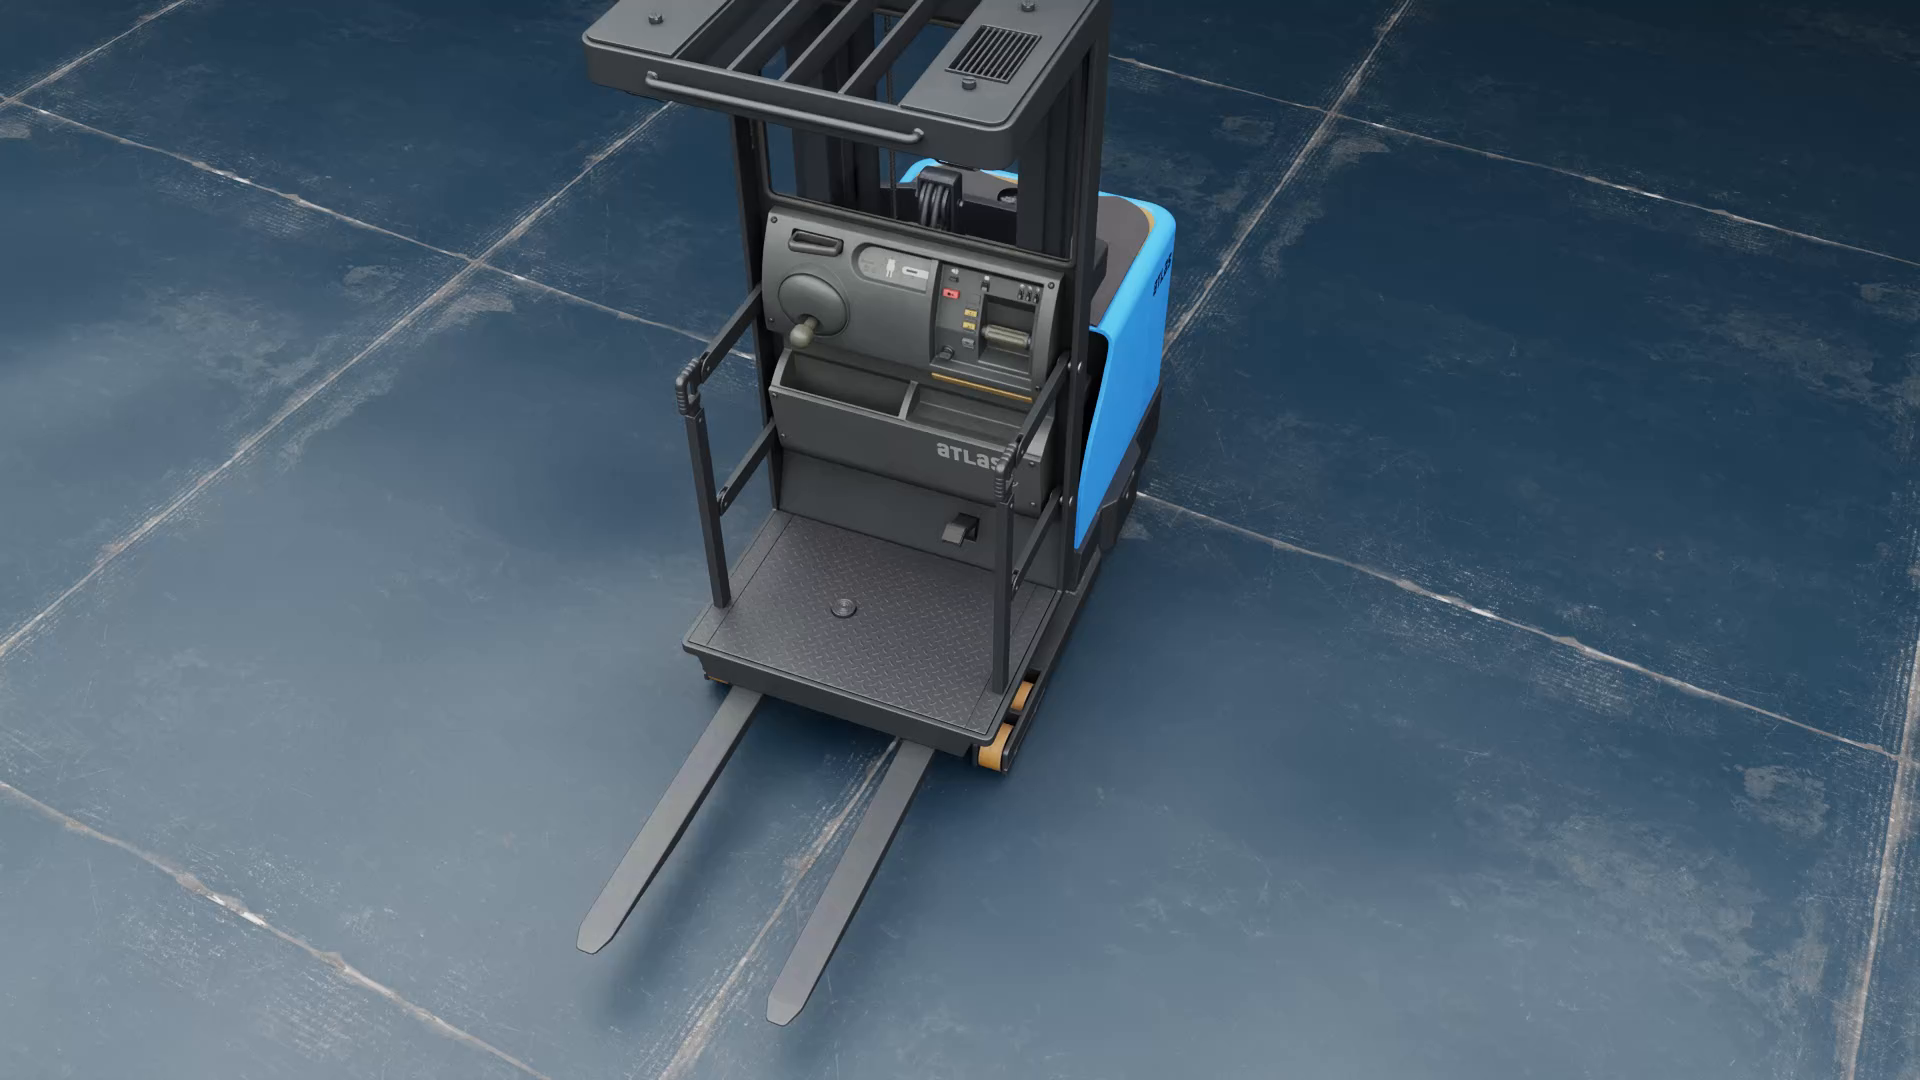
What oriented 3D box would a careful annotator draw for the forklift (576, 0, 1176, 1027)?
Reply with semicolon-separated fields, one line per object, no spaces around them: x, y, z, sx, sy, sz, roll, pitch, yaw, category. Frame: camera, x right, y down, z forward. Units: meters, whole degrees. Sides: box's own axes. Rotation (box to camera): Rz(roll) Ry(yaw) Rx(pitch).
-0.234;-0.614;4.796;1.130;2.935;3.031;16;47;15;forklift
